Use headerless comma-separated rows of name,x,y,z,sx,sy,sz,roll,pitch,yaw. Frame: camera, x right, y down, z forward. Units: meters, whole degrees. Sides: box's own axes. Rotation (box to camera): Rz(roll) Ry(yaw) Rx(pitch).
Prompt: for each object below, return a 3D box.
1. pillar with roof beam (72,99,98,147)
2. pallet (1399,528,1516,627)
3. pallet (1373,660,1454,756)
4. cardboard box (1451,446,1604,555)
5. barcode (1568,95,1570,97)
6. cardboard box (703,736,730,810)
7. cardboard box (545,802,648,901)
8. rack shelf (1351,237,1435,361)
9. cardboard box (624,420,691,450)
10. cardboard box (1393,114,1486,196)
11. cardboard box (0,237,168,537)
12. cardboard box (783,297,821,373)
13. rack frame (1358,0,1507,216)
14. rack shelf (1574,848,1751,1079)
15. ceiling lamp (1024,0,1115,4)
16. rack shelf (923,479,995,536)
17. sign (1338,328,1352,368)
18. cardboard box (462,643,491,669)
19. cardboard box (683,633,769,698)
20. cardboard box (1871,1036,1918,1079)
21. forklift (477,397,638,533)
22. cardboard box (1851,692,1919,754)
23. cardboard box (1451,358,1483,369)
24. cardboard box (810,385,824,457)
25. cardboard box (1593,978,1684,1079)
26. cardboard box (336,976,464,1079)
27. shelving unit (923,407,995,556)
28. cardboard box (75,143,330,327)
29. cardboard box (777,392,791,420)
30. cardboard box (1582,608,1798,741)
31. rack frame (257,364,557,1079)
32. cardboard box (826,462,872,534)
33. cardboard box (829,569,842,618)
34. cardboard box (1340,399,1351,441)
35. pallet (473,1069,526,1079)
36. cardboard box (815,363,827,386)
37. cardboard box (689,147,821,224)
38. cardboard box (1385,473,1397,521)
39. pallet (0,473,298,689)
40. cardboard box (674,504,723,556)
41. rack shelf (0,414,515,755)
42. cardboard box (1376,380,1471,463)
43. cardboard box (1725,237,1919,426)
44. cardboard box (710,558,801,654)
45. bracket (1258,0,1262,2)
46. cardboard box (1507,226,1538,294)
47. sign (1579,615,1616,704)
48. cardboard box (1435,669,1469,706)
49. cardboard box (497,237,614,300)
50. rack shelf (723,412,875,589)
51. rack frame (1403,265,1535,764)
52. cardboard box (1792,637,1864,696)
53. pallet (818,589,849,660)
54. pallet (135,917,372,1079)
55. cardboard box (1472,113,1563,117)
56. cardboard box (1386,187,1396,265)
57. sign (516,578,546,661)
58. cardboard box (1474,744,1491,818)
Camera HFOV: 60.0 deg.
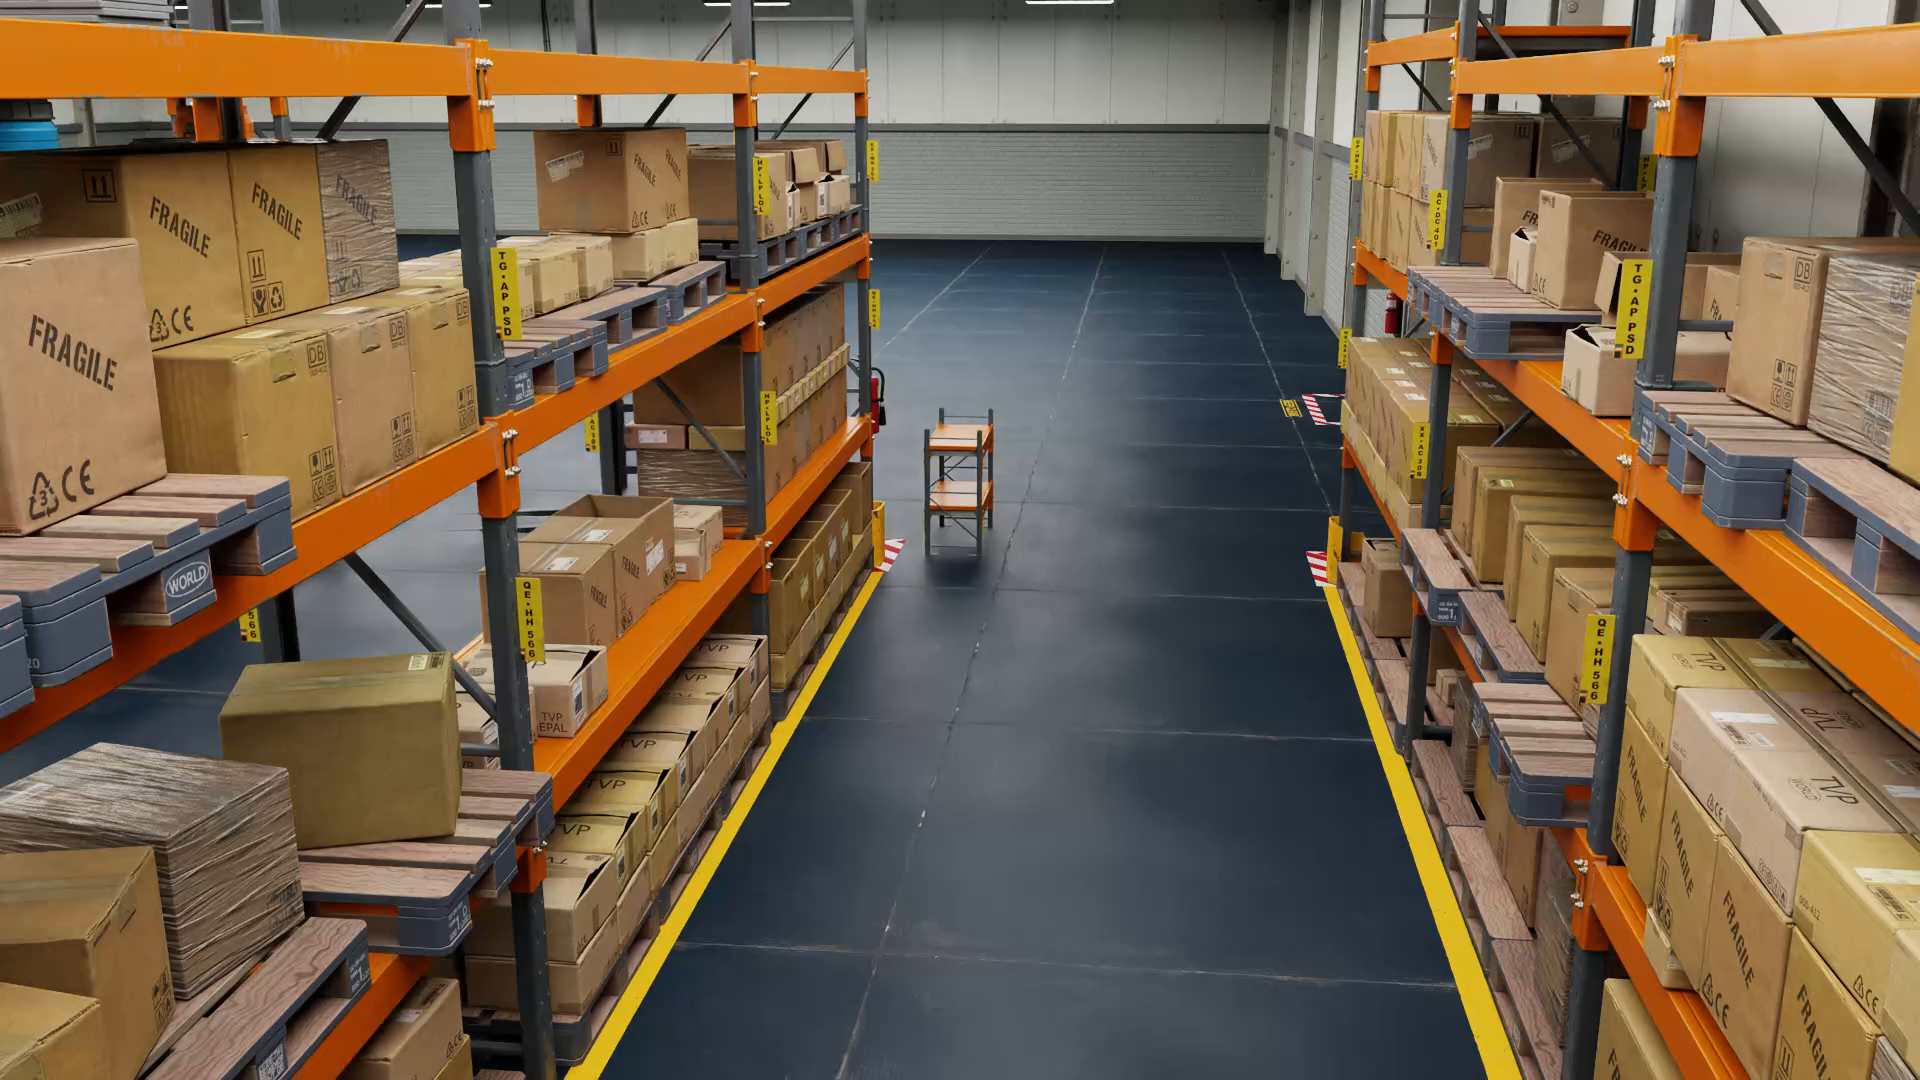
pillar with roof beam,-19.185,-12.394,43.758,9.100,9.000,0.548,2,15,6
pallet,2.988,0.201,9.040,1.003,0.211,1.213,2,15,6
pallet,3.260,1.085,10.744,1.003,0.211,1.213,2,15,6
cardboard box,3.128,-0.215,9.177,0.700,0.500,0.500,2,15,6
barcode,3.803,-2.799,10.379,0.001,0.075,0.075,2,15,6
cardboard box,-1.578,1.274,9.167,0.500,0.250,0.500,2,15,8
cardboard box,-1.753,1.397,7.638,0.500,0.311,0.500,1,15,5
rack shelf,3.445,-1.705,11.353,1.077,0.370,4.000,2,15,6
cardboard box,-1.886,-0.669,10.455,0.380,0.149,0.250,2,15,6
cardboard box,3.106,-2.490,10.734,0.500,0.500,0.500,1,15,4
cardboard box,-2.328,-0.377,3.877,0.600,0.600,0.600,1,15,4
cardboard box,-1.433,-1.541,12.437,0.700,0.500,0.500,2,15,6
rack frame,3.670,-4.019,12.786,1.000,3.000,0.127,2,15,6
rack shelf,2.542,1.818,4.071,1.077,0.370,4.000,2,15,6
ceiling lamp,2.471,-13.555,36.867,2.000,3.185,0.800,2,15,6
rack shelf,-0.001,-0.305,15.073,0.538,0.278,1.000,2,15,6
sign,3.131,-1.557,13.515,0.100,0.325,0.005,2,15,6
cardboard box,-2.067,0.596,7.694,0.380,0.149,0.250,3,15,10
cardboard box,-1.464,0.737,10.080,0.500,0.311,0.500,2,15,6
cardboard box,2.231,1.398,3.446,0.500,0.500,0.500,2,15,6
forklift,-2.807,-1.436,14.858,3.031,2.935,1.130,-2,15,-8
cardboard box,2.912,0.648,4.784,0.500,0.250,0.500,1,15,4
cardboard box,3.708,-1.029,12.035,0.500,0.500,0.500,1,15,5
cardboard box,-1.434,-0.931,12.666,0.700,0.500,0.500,2,15,7
cardboard box,2.554,1.974,5.430,0.750,0.750,0.750,1,15,6
cardboard box,-2.029,1.703,5.626,0.500,0.250,0.500,2,15,8
shelving unit,-0.001,-0.541,15.009,0.538,1.125,1.048,2,15,6
cardboard box,-2.268,-0.927,4.990,0.500,0.500,0.500,2,15,6
cardboard box,-1.367,-0.921,11.387,0.380,0.149,0.250,1,15,4
cardboard box,2.811,0.569,6.277,0.700,0.500,0.500,0,15,0
rack frame,-2.155,0.807,6.432,1.000,3.000,0.127,2,15,6
cardboard box,-1.017,-0.358,13.764,0.500,0.500,0.500,2,15,6
cardboard box,-1.176,0.394,12.423,0.500,0.250,0.500,2,15,6
cardboard box,3.300,-0.943,13.153,0.500,0.250,0.500,1,15,5
pallet,-2.277,2.345,6.084,1.003,0.211,1.213,2,15,6
cardboard box,-1.223,-1.257,12.631,0.380,0.149,0.250,2,15,8
cardboard box,-1.392,-2.422,11.356,0.797,0.503,0.637,3,16,12
cardboard box,3.036,-0.284,10.714,0.500,0.250,0.500,2,15,7
pallet,-2.349,0.051,3.841,1.213,0.211,1.003,2,15,6
cardboard box,-1.716,-0.029,9.811,0.500,0.250,0.500,3,15,10
rack shelf,-2.380,0.225,4.216,1.077,0.370,4.000,2,15,6
cardboard box,3.083,-0.777,11.100,0.500,0.500,0.500,1,15,5
cardboard box,2.771,-0.632,4.971,0.700,0.500,0.500,1,15,2
cardboard box,-1.340,0.421,10.885,0.500,0.500,0.500,2,15,6
bracket,7.798,-14.063,43.035,0.235,0.232,0.430,2,15,6
cardboard box,3.008,-1.394,8.191,0.500,0.311,0.500,2,15,8
sign,2.227,0.418,5.805,0.100,0.325,0.005,2,15,6
cardboard box,3.250,0.930,10.561,0.380,0.166,0.250,0,15,-1
cardboard box,-1.980,-1.315,8.014,0.500,0.250,0.500,0,15,2
rack shelf,-1.478,-0.402,12.281,1.077,0.370,4.000,2,15,6
rack frame,3.219,-0.086,9.732,1.000,3.000,0.127,2,15,6
cardboard box,2.974,0.514,5.280,0.500,0.250,0.500,2,15,8
pallet,-1.437,0.593,12.564,1.003,0.211,1.213,2,15,6
pallet,-2.370,1.404,4.591,1.003,0.211,1.213,2,15,6
cardboard box,3.689,-2.593,11.113,0.500,0.500,0.500,2,15,6
cardboard box,3.194,-2.137,11.342,0.500,0.500,0.500,3,15,10
sign,-1.615,0.300,6.241,0.100,0.325,0.005,2,15,6
cardboard box,3.144,1.236,8.792,0.700,0.500,0.500,1,15,5
